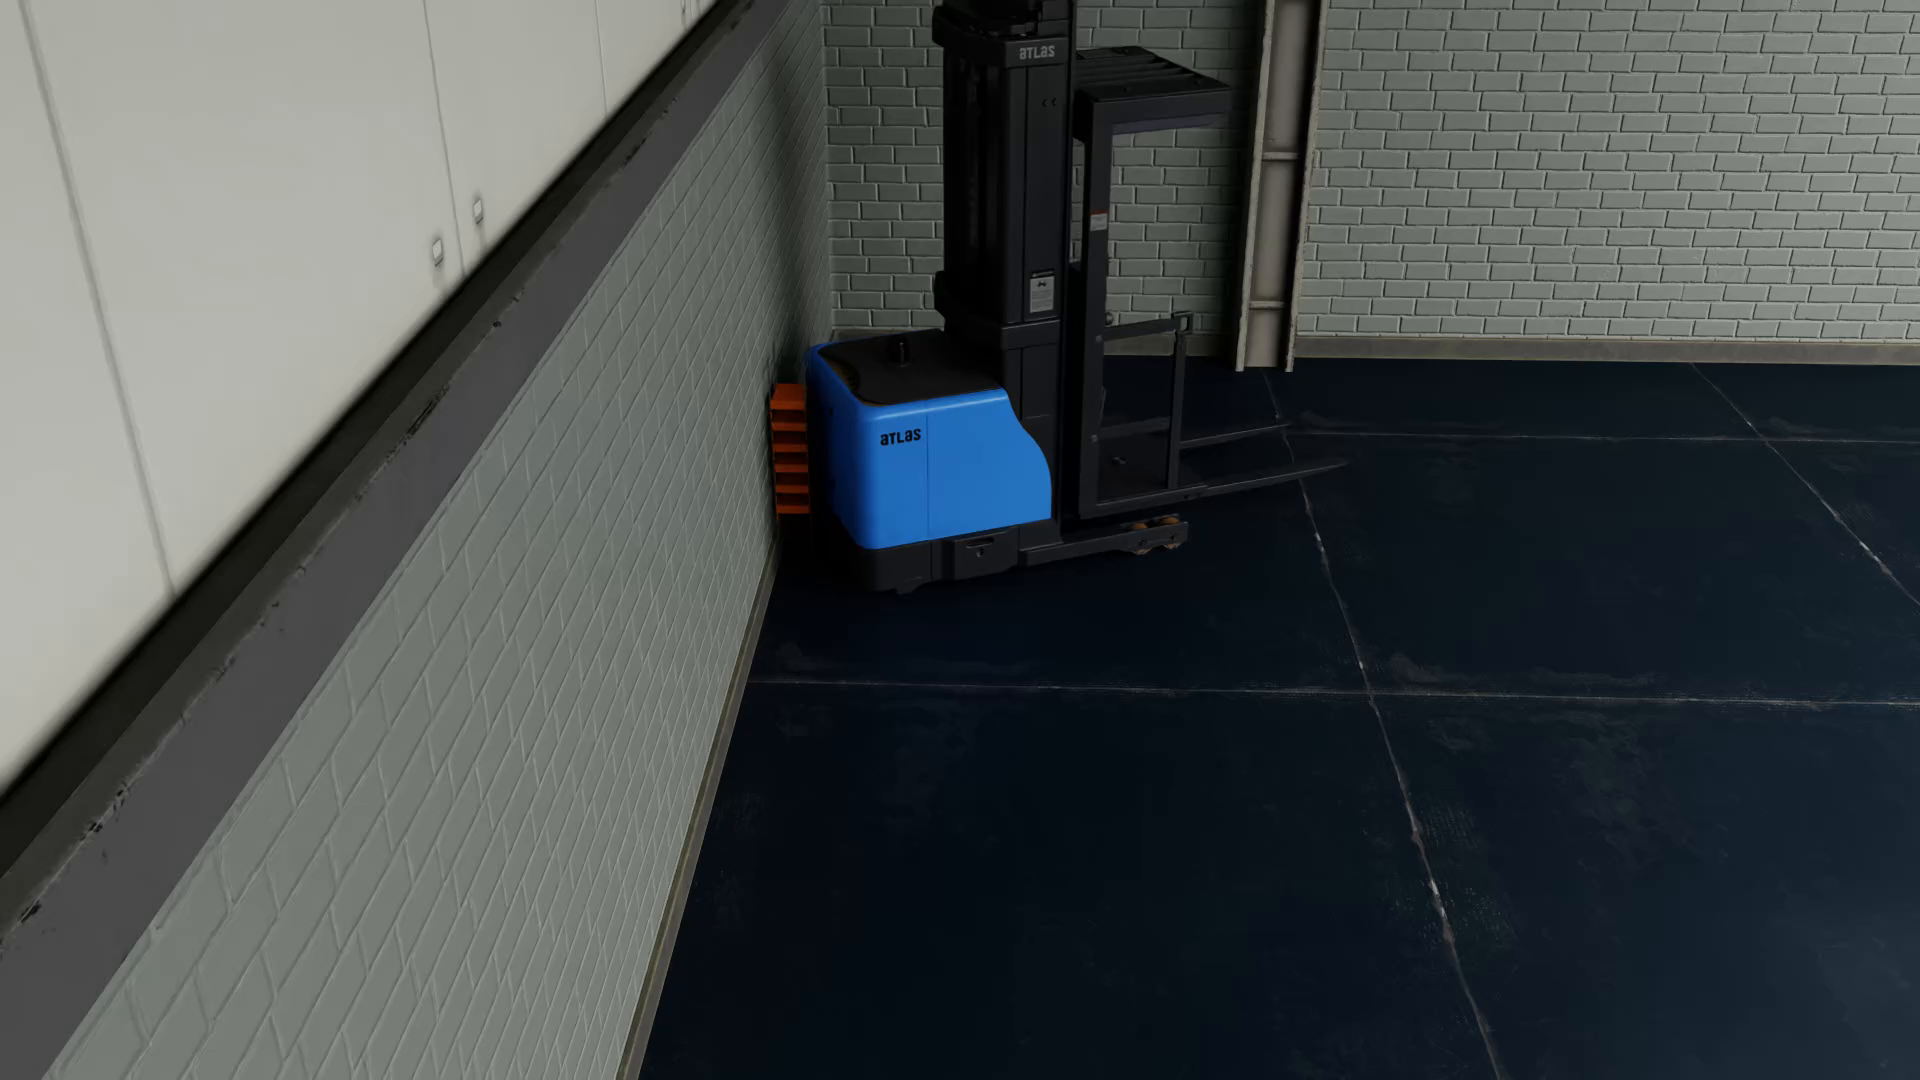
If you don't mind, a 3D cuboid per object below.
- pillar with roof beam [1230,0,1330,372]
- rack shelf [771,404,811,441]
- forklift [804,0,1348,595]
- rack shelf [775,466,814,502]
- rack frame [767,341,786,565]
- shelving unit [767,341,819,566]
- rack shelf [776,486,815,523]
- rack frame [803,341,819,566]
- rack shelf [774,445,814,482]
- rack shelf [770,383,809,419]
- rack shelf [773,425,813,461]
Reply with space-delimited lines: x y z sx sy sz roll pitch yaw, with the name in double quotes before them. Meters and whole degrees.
"pillar with roof beam" 1.942 -3.192 5.664 0.400 9.000 9.100 1 28 2
"rack shelf" -0.881 -0.621 8.723 0.180 0.103 0.258 1 28 2
"forklift" 0.718 -1.435 8.828 3.031 2.935 1.130 -10 30 -19
"rack shelf" -0.881 -0.303 8.892 0.180 0.103 0.258 1 28 2
"rack frame" -0.972 -0.450 8.817 0.006 1.200 0.240 1 28 2
"shelving unit" -0.881 -0.449 8.815 0.189 1.200 0.258 1 28 2
"rack shelf" -0.881 -0.197 8.948 0.180 0.103 0.258 1 28 2
"rack frame" -0.789 -0.447 8.812 0.006 1.200 0.240 1 28 2
"rack shelf" -0.881 -0.409 8.835 0.180 0.103 0.258 1 28 2
"rack shelf" -0.881 -0.727 8.666 0.180 0.103 0.258 1 28 2
"rack shelf" -0.881 -0.515 8.779 0.180 0.103 0.258 1 28 2
